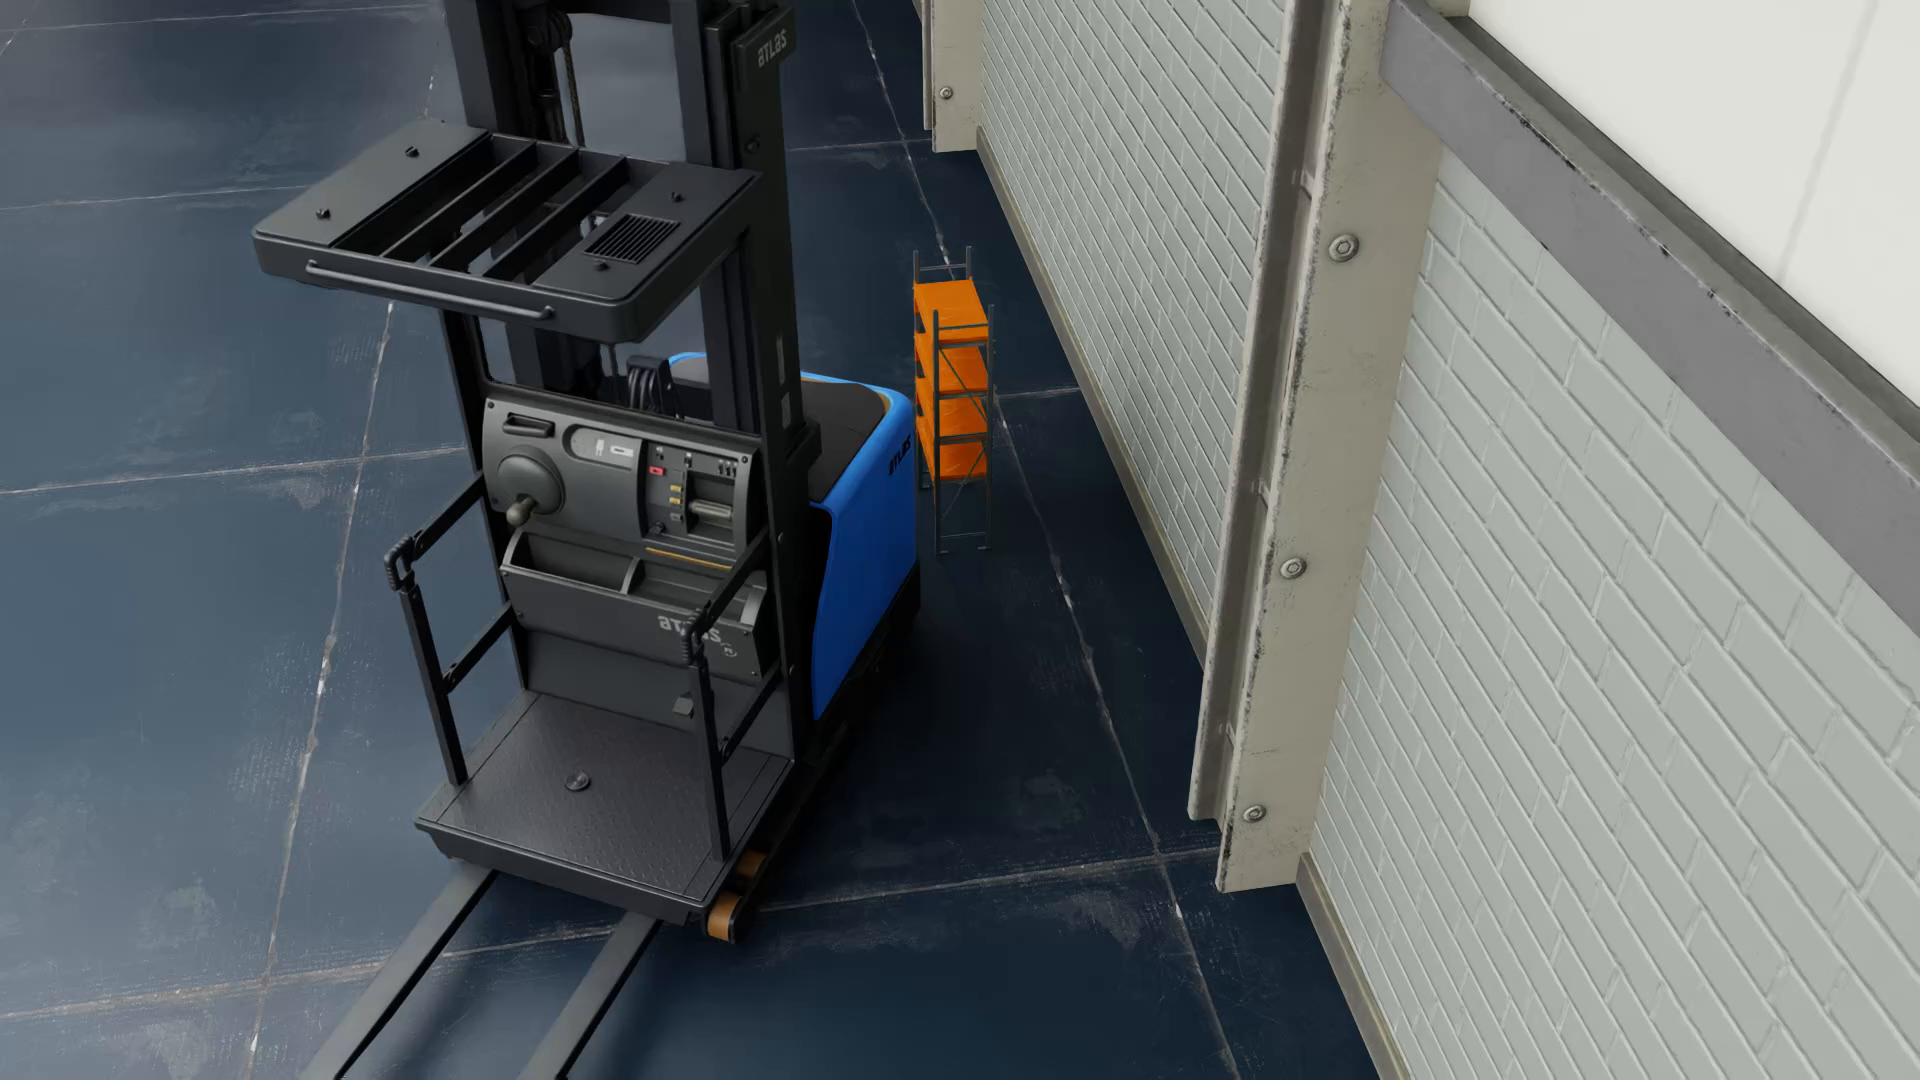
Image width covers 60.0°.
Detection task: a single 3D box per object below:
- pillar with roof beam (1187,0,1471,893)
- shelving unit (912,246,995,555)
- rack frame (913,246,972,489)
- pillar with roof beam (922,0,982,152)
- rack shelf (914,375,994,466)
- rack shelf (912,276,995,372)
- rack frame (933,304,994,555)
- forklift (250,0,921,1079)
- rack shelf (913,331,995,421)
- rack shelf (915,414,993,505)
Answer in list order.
[{"bbox_3d":[-3.233,-2.018,2.512,9.100,9.000,0.400,-6,38,-8],"label":"pillar with roof beam"},{"bbox_3d":[-0.029,-0.574,7.011,0.258,1.200,0.503,-6,38,-8],"label":"shelving unit"},{"bbox_3d":[-0.072,-0.721,7.200,0.240,1.200,0.015,-6,38,-8],"label":"rack frame"},{"bbox_3d":[-4.285,-5.642,7.177,9.100,9.000,0.400,-6,38,-8],"label":"pillar with roof beam"},{"bbox_3d":[-0.029,-0.521,7.052,0.258,0.148,0.480,-6,38,-8],"label":"rack shelf"},{"bbox_3d":[-0.029,-0.884,6.770,0.258,0.148,0.480,-6,38,-8],"label":"rack shelf"},{"bbox_3d":[0.014,-0.426,6.821,0.240,1.200,0.015,-6,38,-8],"label":"rack frame"},{"bbox_3d":[-1.140,-0.113,5.007,1.130,2.935,3.031,13,40,16],"label":"forklift"},{"bbox_3d":[-0.029,-0.697,6.915,0.258,0.148,0.480,-6,38,-8],"label":"rack shelf"},{"bbox_3d":[-0.029,-0.364,7.174,0.258,0.148,0.480,-6,38,-8],"label":"rack shelf"}]
